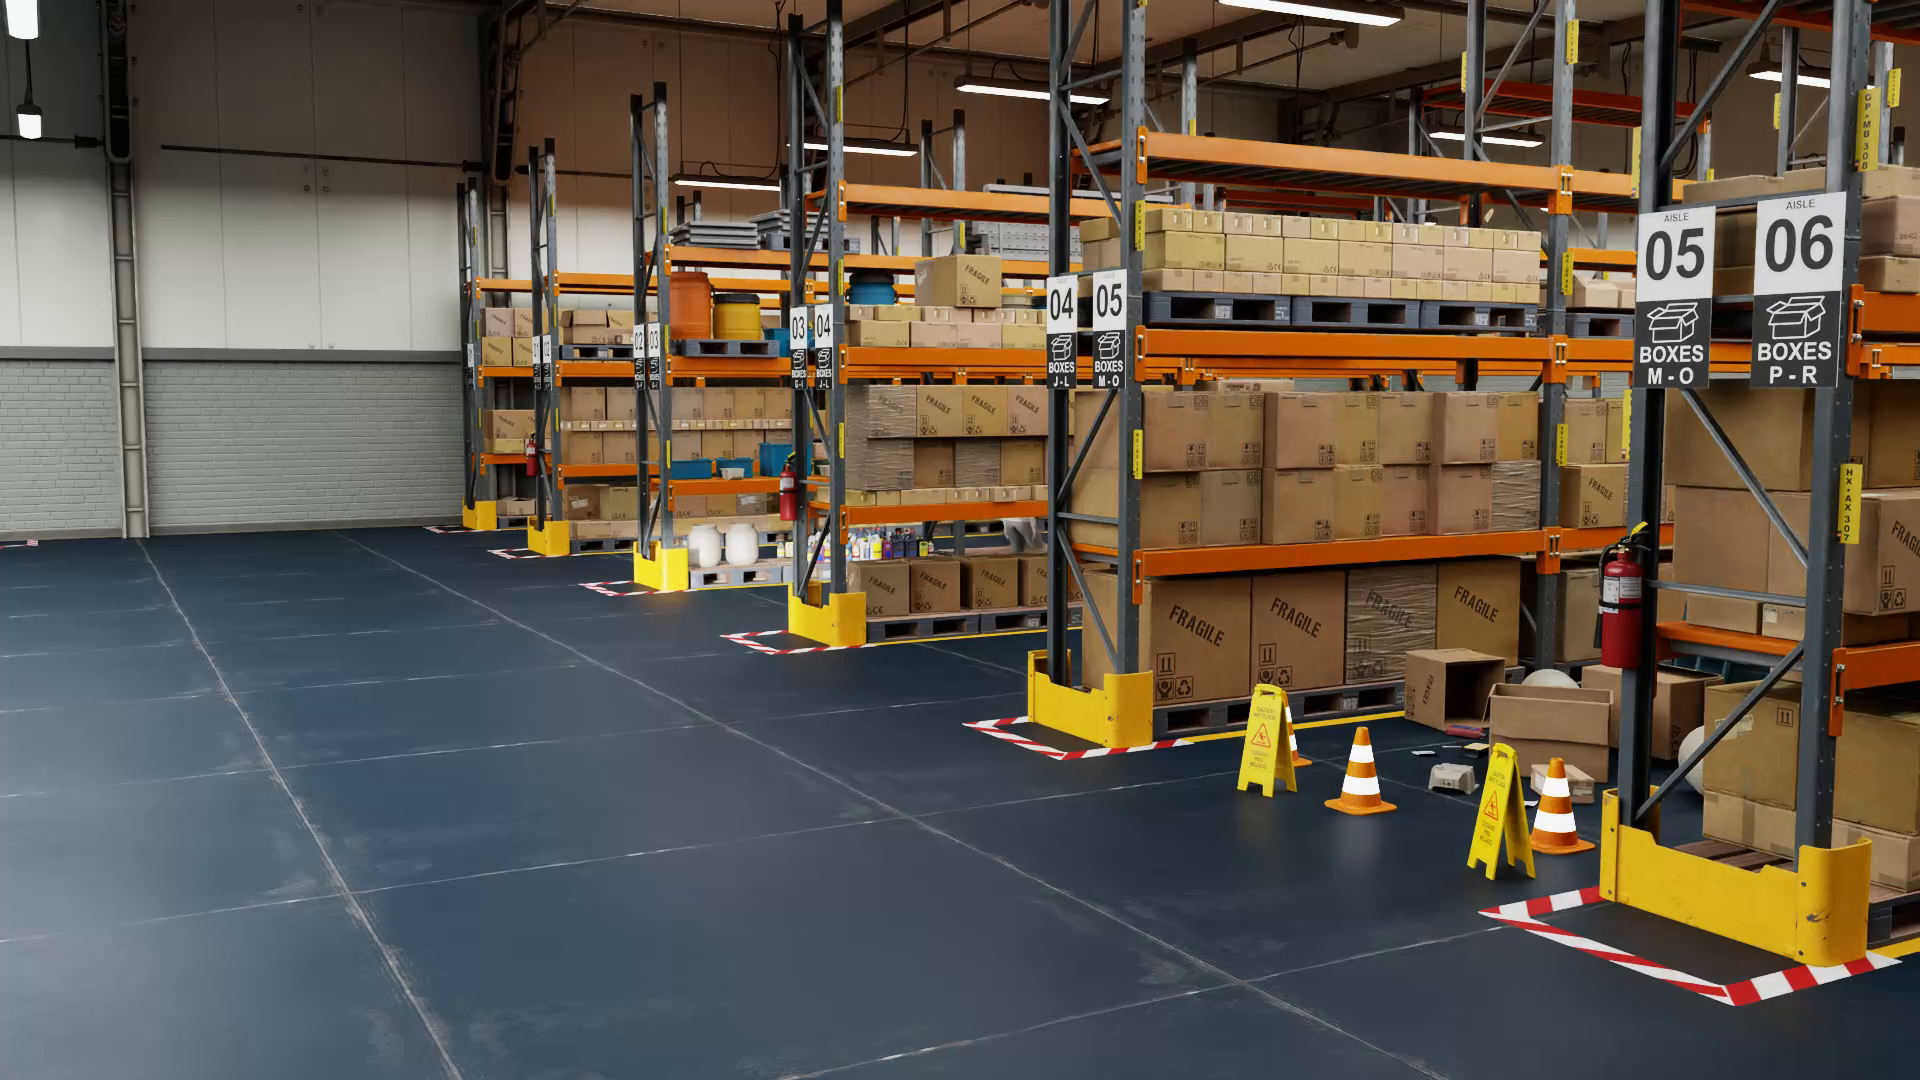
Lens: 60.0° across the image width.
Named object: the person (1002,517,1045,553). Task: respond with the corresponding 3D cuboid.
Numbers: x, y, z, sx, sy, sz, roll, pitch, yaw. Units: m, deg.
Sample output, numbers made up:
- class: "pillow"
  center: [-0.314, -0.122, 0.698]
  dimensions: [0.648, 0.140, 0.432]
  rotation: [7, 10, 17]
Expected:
- class: "person"
  center: [0.688, -0.166, 19.089]
  dimensions: [0.498, 1.665, 0.488]
  rotation: [4, 7, 38]
